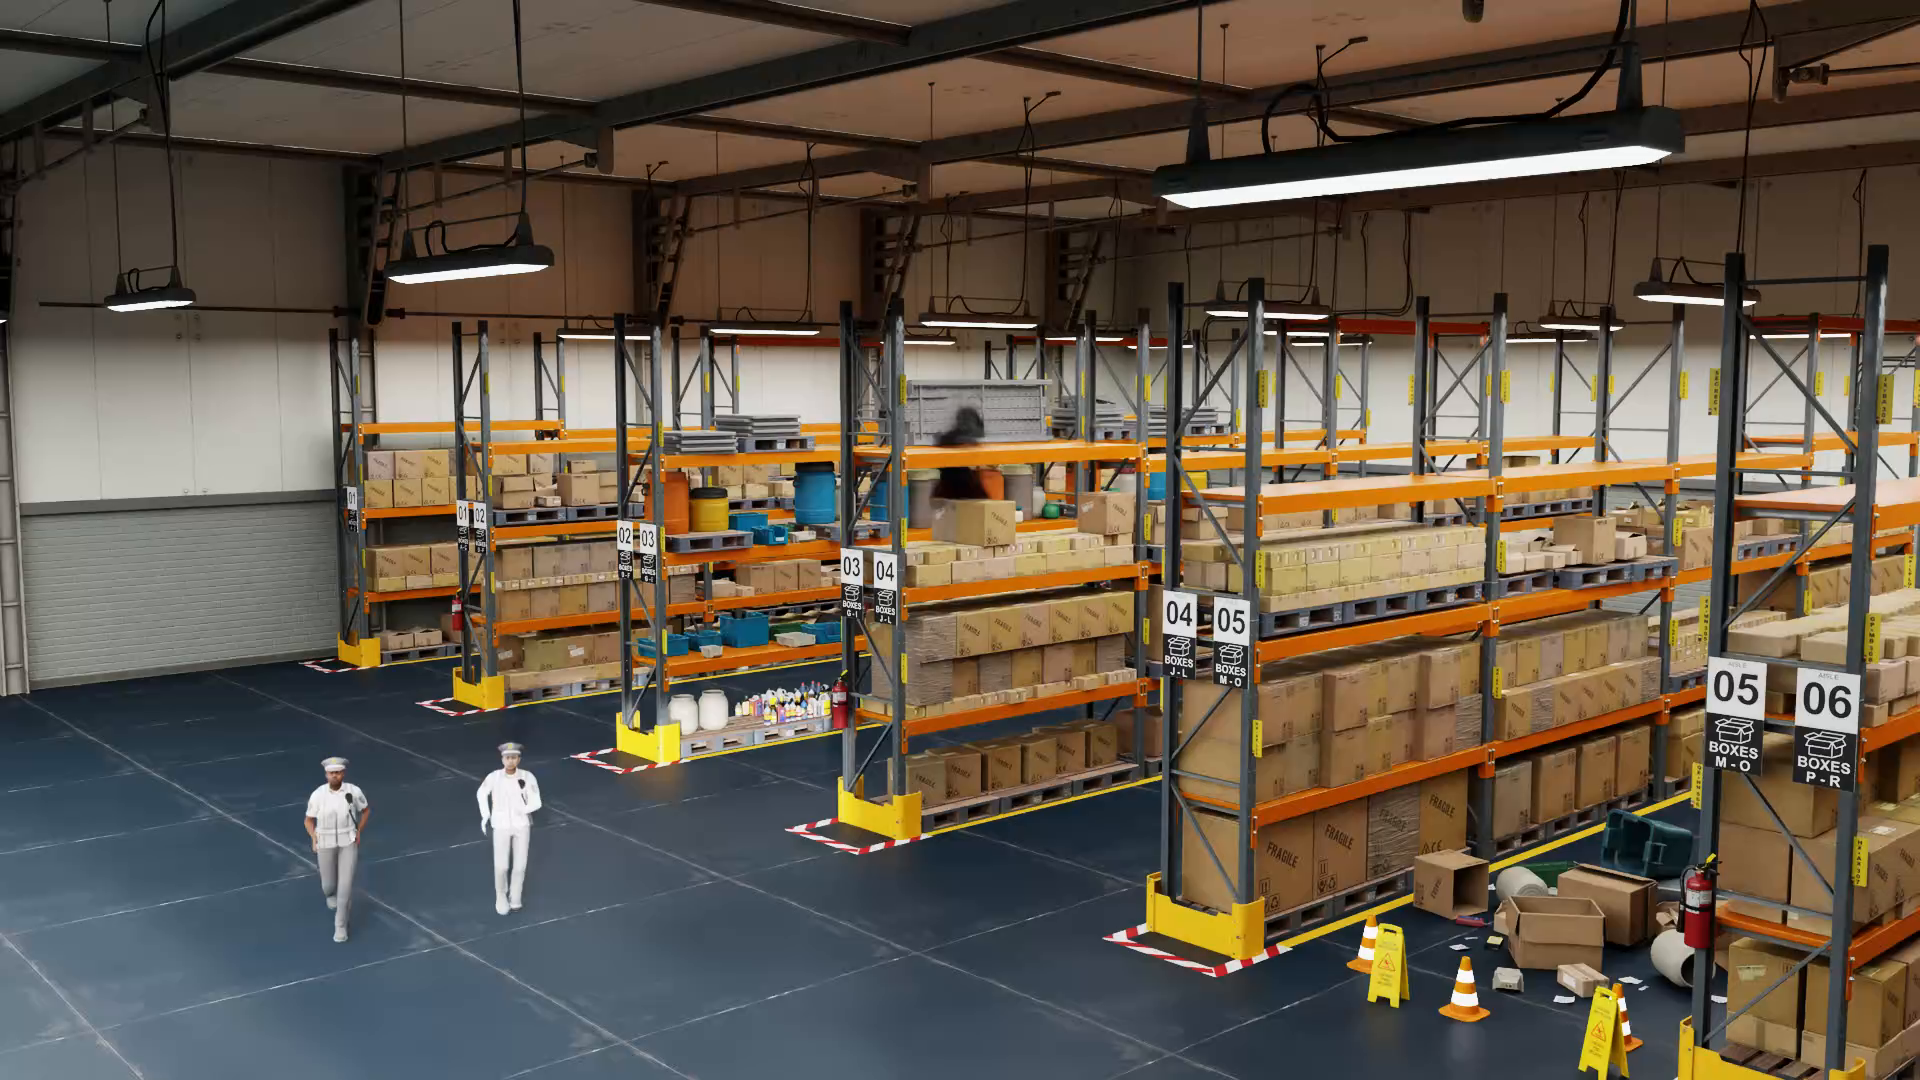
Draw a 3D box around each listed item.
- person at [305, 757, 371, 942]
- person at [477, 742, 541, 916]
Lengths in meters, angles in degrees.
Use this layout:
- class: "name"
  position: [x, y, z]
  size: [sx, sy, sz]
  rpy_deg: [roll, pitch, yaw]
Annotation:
- class: "person"
  position: [-5.780, 2.825, 15.471]
  size: [0.577, 1.680, 0.711]
  rpy_deg: [-2, 6, -19]
- class: "person"
  position: [-4.291, 2.755, 15.870]
  size: [0.583, 1.673, 0.649]
  rpy_deg: [-2, 6, -17]
